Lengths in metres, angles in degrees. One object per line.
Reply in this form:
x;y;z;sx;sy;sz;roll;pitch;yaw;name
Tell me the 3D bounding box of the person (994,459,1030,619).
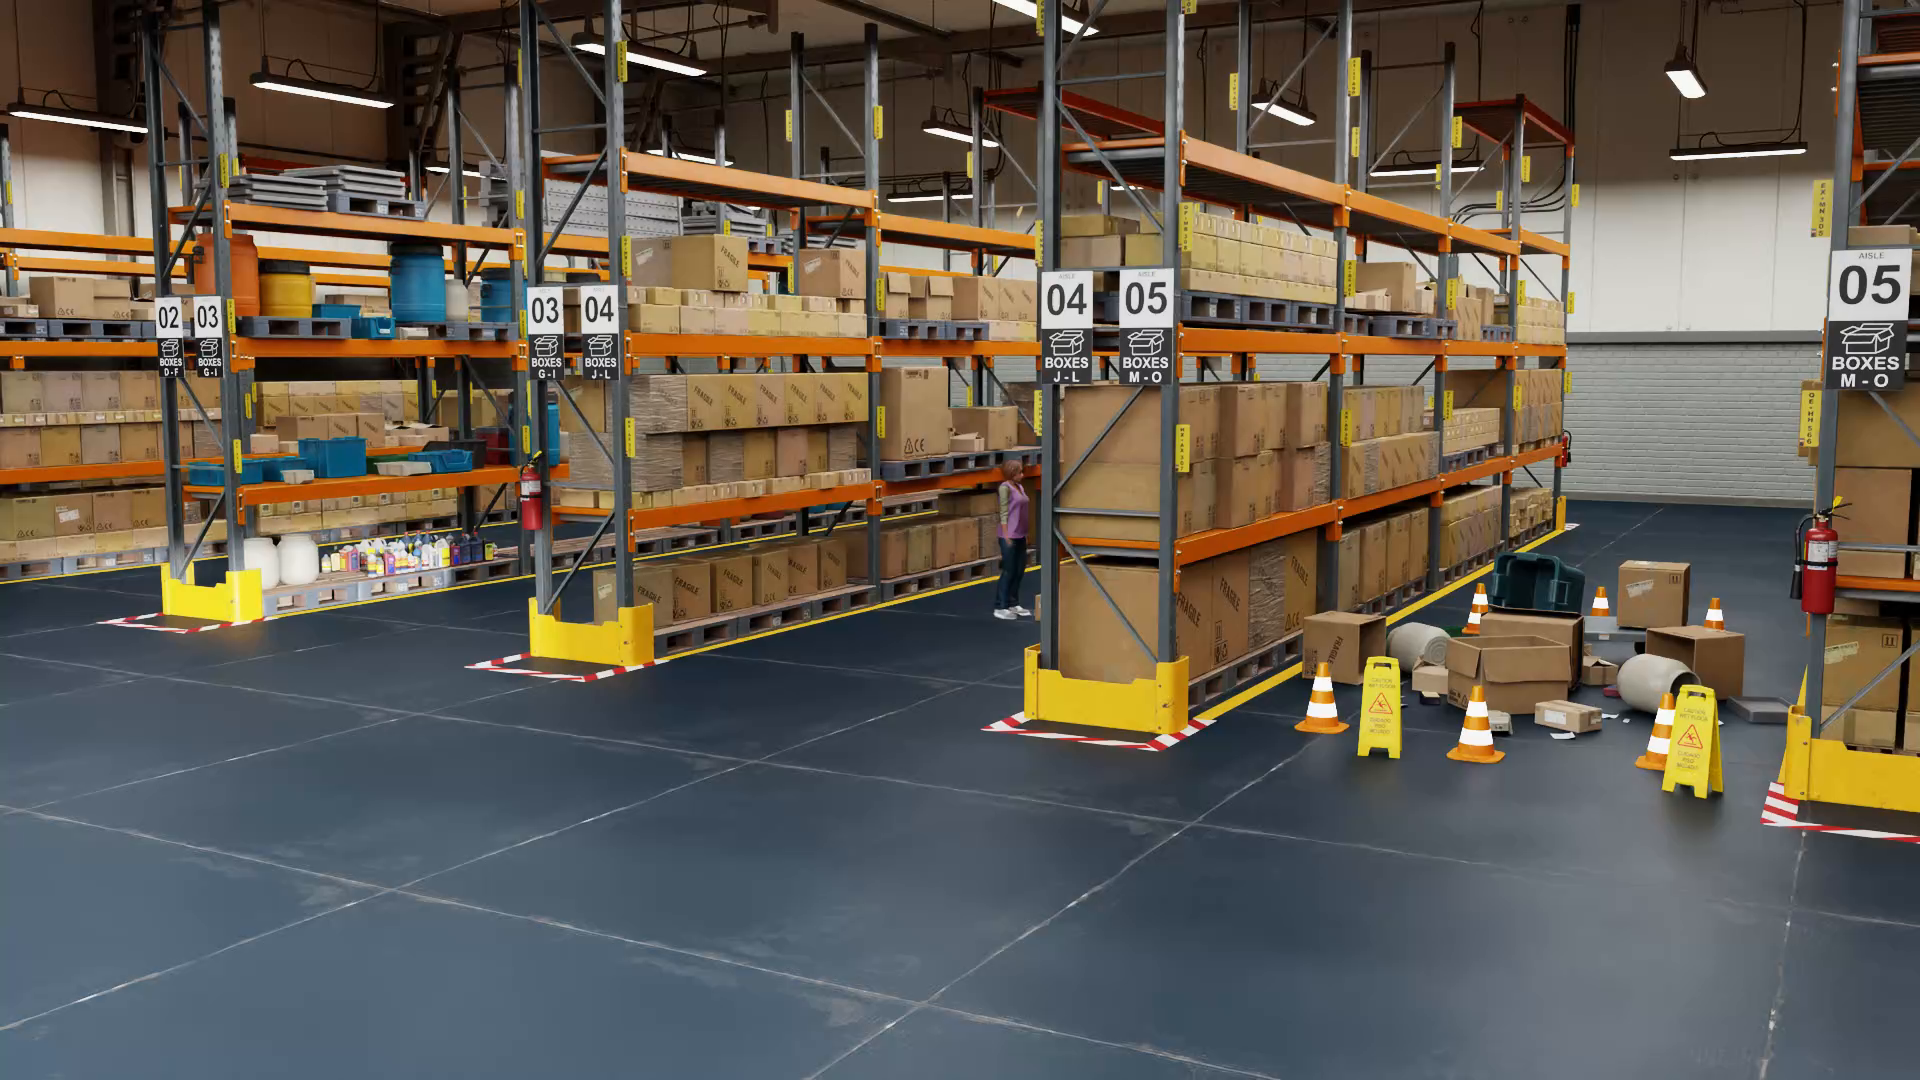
0.534;0.008;16.777;0.312;1.561;0.407;4;7;30;person
